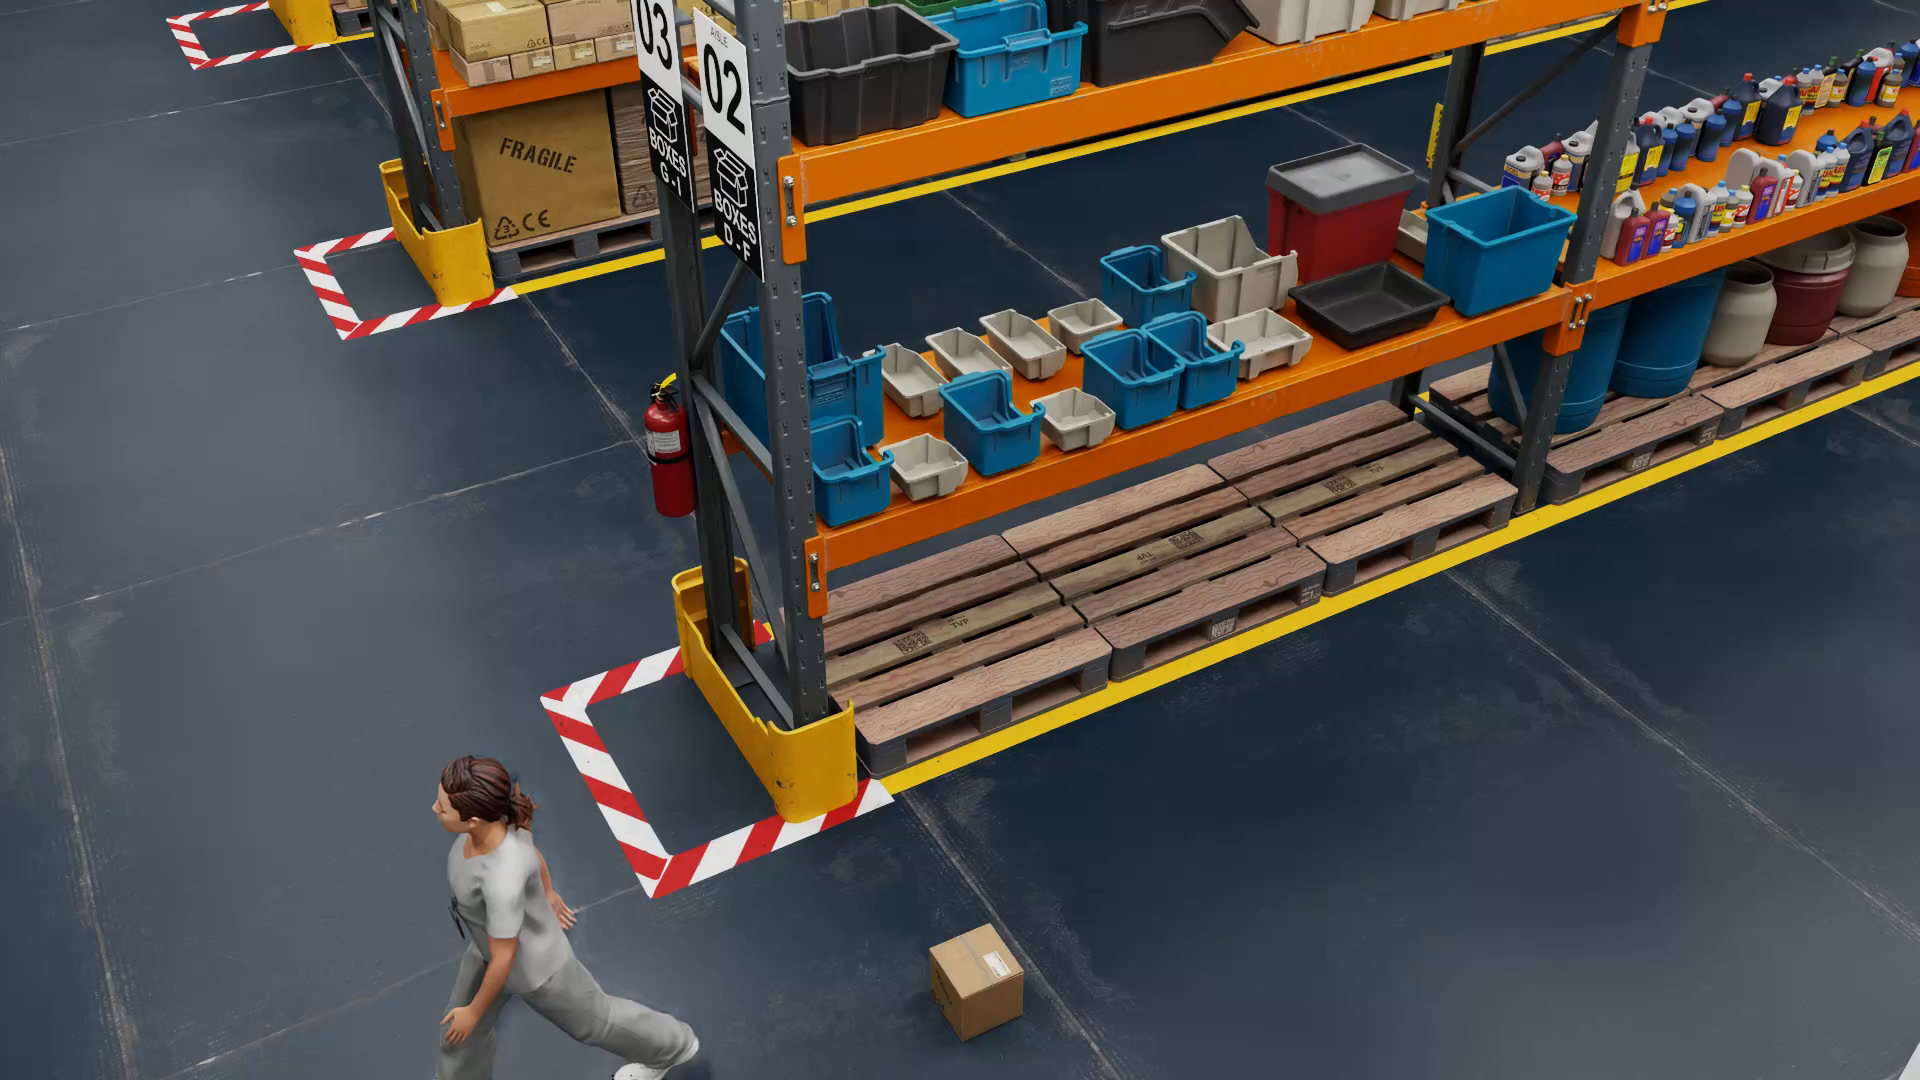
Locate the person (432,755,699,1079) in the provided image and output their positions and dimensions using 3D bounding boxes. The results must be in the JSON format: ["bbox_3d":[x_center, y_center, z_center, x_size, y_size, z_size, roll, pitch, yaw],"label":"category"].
[{"bbox_3d":[-1.402,1.296,5.214,1.058,1.612,0.467,-17,40,-21],"label":"person"}]
